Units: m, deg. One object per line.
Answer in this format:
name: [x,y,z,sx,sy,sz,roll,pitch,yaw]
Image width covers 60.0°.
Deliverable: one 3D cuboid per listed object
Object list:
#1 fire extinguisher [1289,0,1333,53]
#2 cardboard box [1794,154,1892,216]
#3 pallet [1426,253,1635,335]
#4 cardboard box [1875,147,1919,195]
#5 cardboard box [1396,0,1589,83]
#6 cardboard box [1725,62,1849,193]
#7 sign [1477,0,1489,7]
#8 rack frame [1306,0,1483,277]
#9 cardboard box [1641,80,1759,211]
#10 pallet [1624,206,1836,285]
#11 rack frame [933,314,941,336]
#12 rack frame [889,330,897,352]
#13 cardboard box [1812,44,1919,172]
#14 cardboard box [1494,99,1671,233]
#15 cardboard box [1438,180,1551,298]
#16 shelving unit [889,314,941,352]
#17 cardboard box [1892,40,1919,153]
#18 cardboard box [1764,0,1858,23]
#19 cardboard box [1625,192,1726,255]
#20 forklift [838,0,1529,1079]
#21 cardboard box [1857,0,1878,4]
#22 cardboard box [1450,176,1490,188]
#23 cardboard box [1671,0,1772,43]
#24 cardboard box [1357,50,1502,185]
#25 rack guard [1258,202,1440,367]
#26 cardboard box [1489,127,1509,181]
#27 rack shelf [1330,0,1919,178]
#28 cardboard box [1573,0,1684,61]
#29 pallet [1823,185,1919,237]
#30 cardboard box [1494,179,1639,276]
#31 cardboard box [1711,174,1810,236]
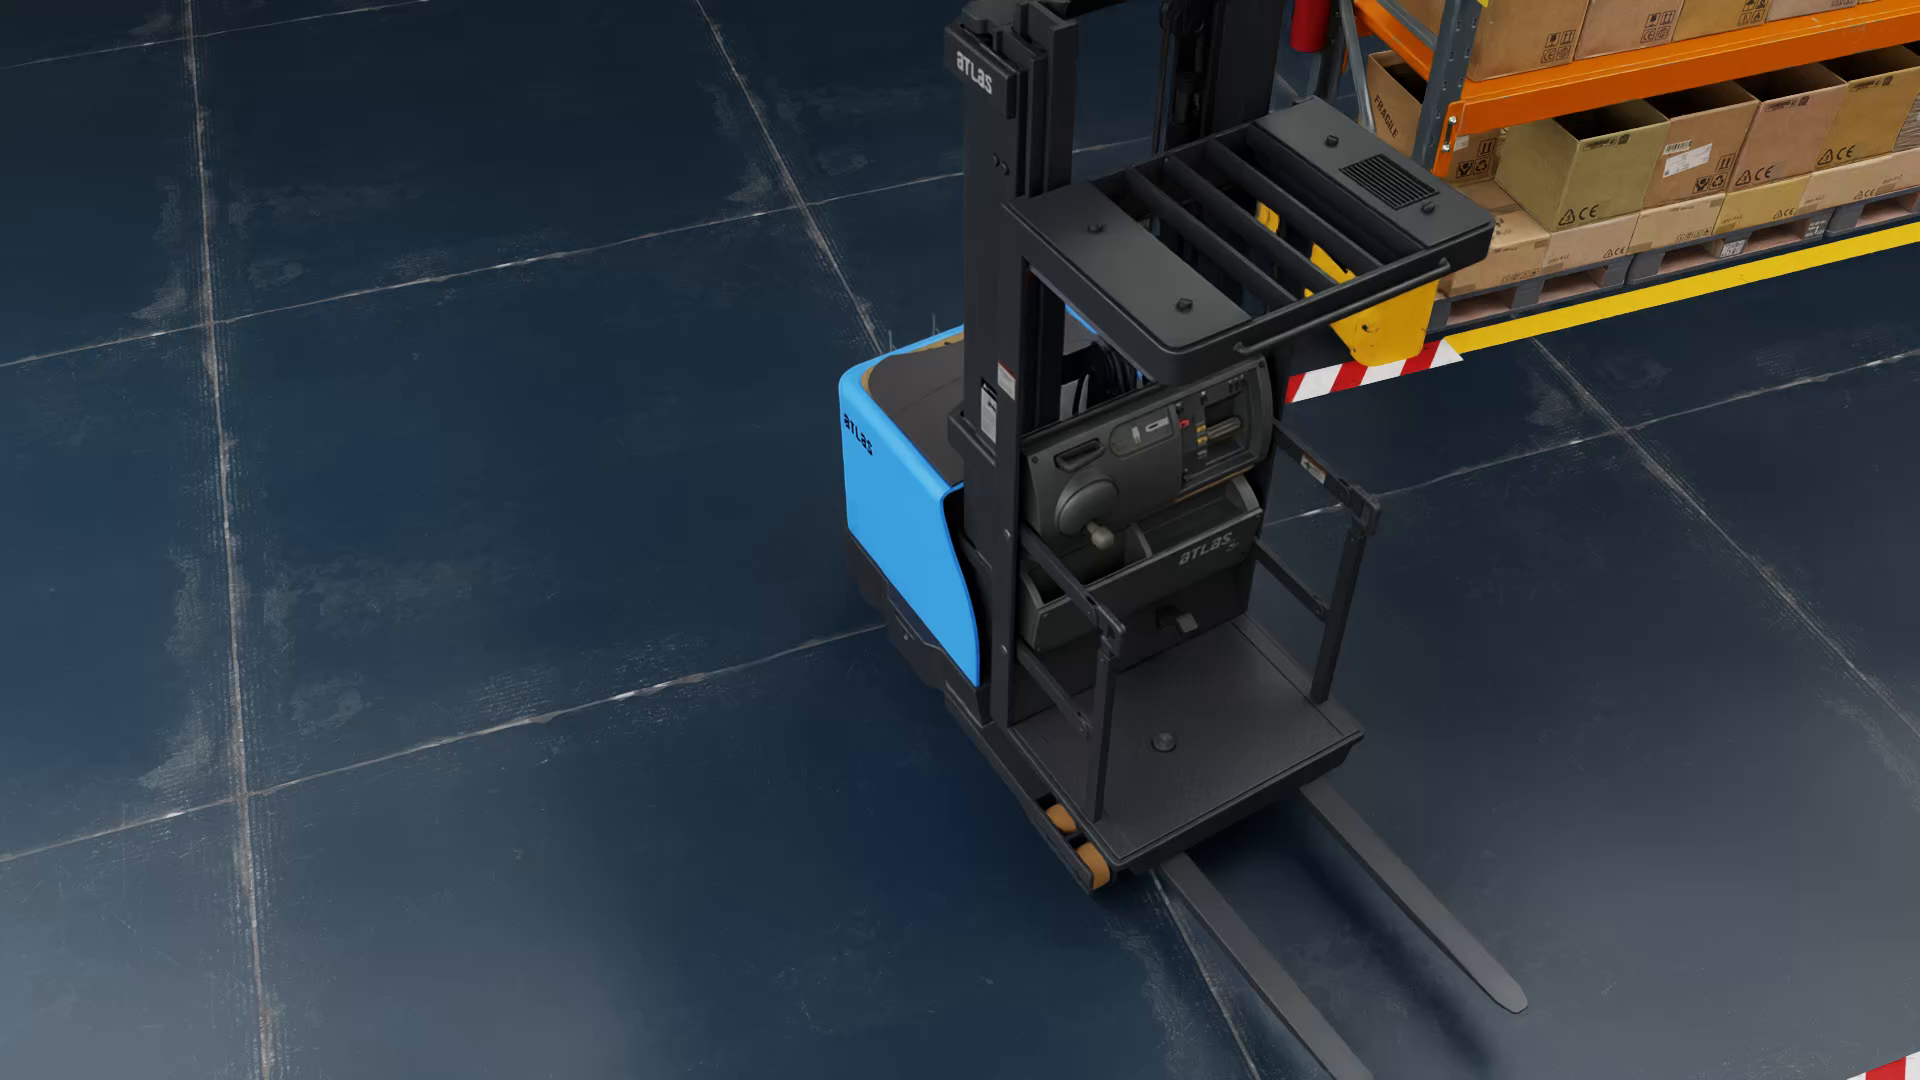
fire extinguisher: [1.625,-2.557,7.545,0.183,0.674,0.296,-14,47,-14]
cardboard box: [4.356,-1.942,8.522,0.500,0.250,0.500,-14,47,-14]
pallet: [2.599,-1.531,8.436,1.213,0.211,1.003,-14,47,-14]
cardboard box: [4.821,-2.072,8.652,0.500,0.250,0.500,-14,47,-14]
cardboard box: [2.338,-2.443,7.305,0.500,0.500,0.700,-14,47,-14]
cardboard box: [3.886,-2.086,8.136,0.500,0.500,0.500,-14,47,-14]
sign: [2.077,-2.266,6.533,0.005,0.325,0.100,-14,47,-14]
rack frame: [1.894,-2.304,7.237,0.127,3.000,1.000,-14,47,-14]
cardboard box: [3.410,-1.977,8.027,0.500,0.500,0.500,-14,47,-14]
pallet: [3.745,-1.822,8.726,1.213,0.211,1.003,-14,47,-14]
rack frame: [-0.044,-0.520,6.942,0.006,0.900,0.240,-24,50,-22]
rack frame: [-0.217,-0.445,6.867,0.006,0.900,0.240,-24,50,-22]
cardboard box: [4.351,-2.215,8.265,0.500,0.500,0.500,-14,47,-14]
cardboard box: [2.944,-1.848,7.899,0.500,0.500,0.500,-14,47,-14]
cardboard box: [2.474,-1.462,8.043,0.500,0.250,0.500,-14,47,-14]
shelving unit: [-0.131,-0.482,6.904,0.210,0.900,0.258,-24,50,-22]
cardboard box: [4.820,-2.338,8.387,0.500,0.500,0.500,-14,47,-14]
cardboard box: [3.793,-2.817,7.678,0.500,0.500,0.700,-13,47,-13]
cardboard box: [3.414,-1.705,8.285,0.500,0.250,0.500,-14,47,-14]
forklift: [0.730,-0.191,5.180,1.130,2.935,3.031,-23,50,-22]
cardboard box: [4.274,-2.941,7.802,0.500,0.500,0.700,-14,47,-13]
cardboard box: [2.298,-1.807,8.387,0.500,0.250,0.500,-14,47,-14]
cardboard box: [3.299,-2.688,7.550,0.500,0.500,0.700,-14,47,-14]
cardboard box: [2.298,-2.073,8.123,0.500,0.500,0.500,-14,47,-14]
rack guard: [1.872,-1.415,8.117,0.348,0.500,1.175,-14,47,-14]
cardboard box: [2.764,-1.935,8.515,0.500,0.250,0.500,-14,47,-14]
rack shelf: [3.775,-2.531,7.972,4.000,0.370,1.077,-14,47,-14]
cardboard box: [2.830,-2.572,7.434,0.500,0.500,0.700,-13,47,-13]
pallet: [4.894,-2.118,9.021,1.213,0.211,1.003,-14,47,-14]
cardboard box: [2.943,-1.585,8.166,0.500,0.250,0.500,-14,47,-14]
cardboard box: [3.886,-1.822,8.402,0.500,0.250,0.500,-14,47,-14]
